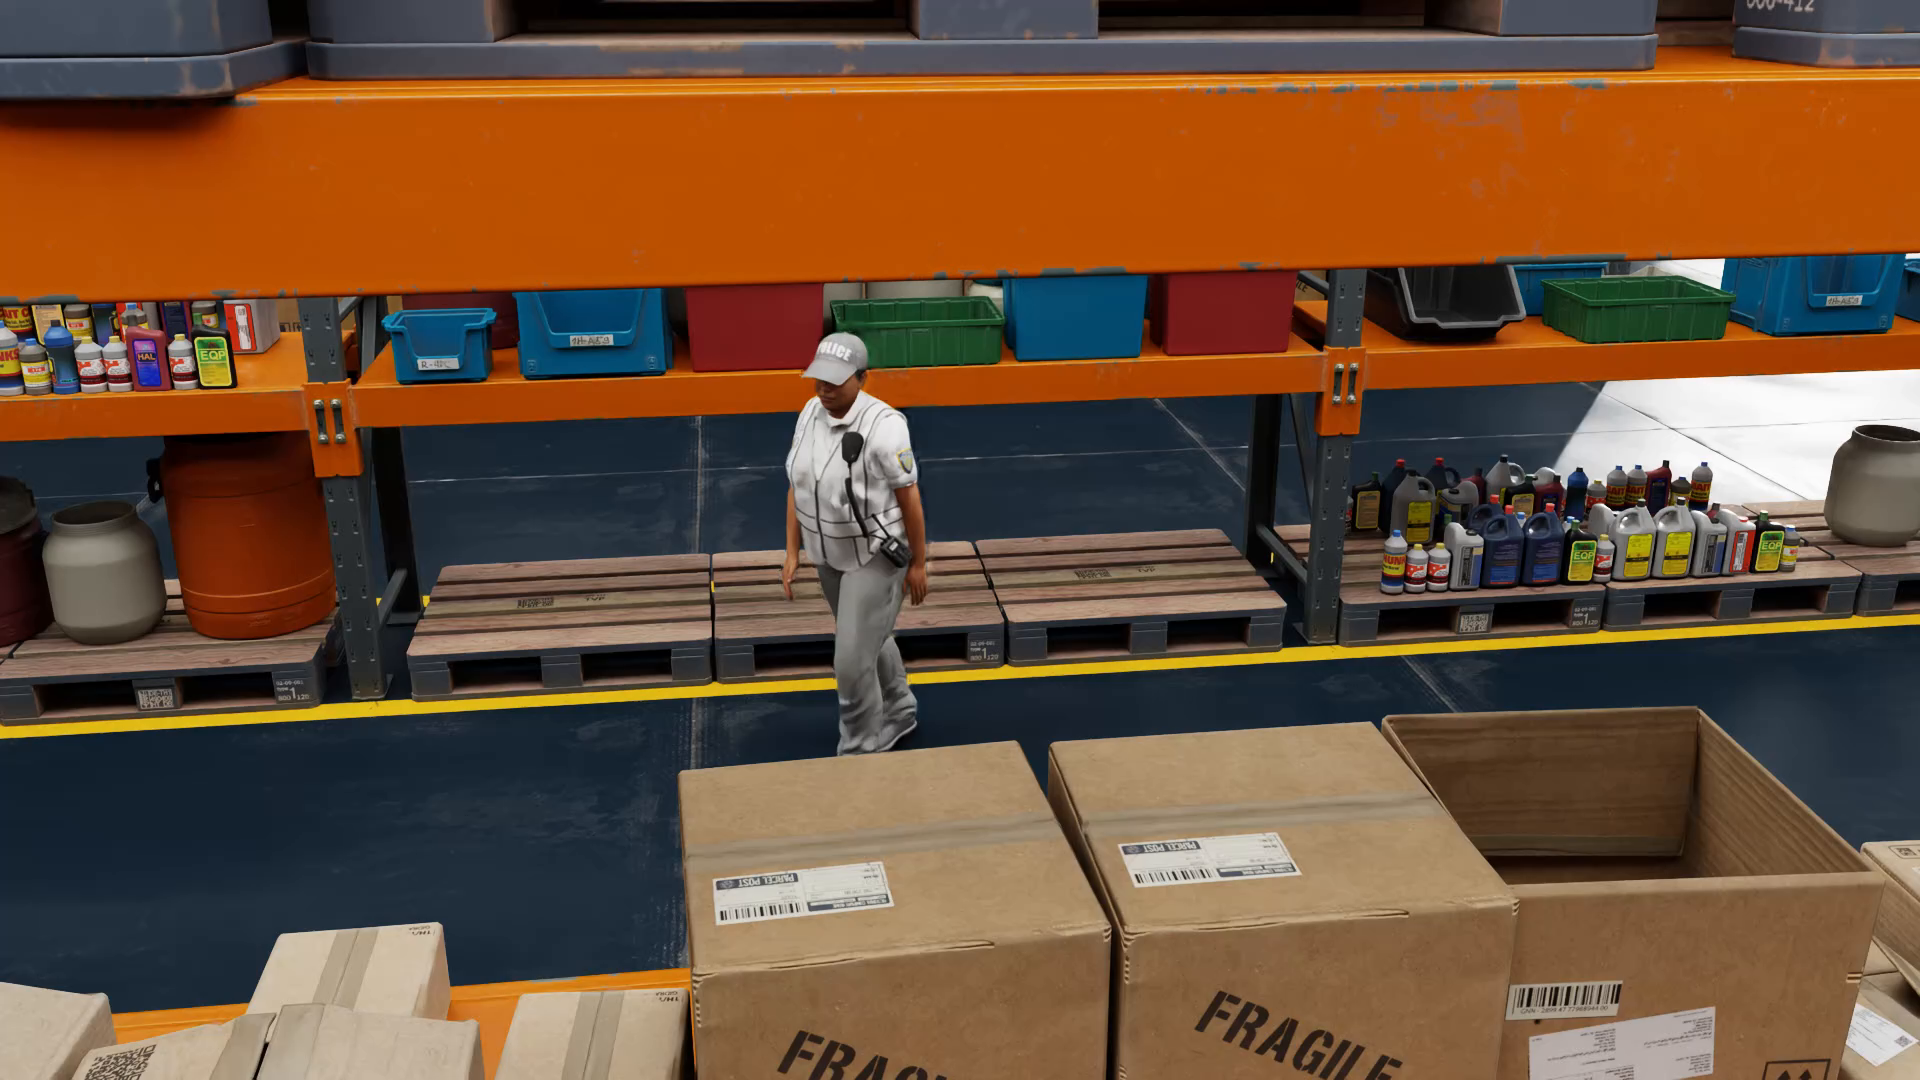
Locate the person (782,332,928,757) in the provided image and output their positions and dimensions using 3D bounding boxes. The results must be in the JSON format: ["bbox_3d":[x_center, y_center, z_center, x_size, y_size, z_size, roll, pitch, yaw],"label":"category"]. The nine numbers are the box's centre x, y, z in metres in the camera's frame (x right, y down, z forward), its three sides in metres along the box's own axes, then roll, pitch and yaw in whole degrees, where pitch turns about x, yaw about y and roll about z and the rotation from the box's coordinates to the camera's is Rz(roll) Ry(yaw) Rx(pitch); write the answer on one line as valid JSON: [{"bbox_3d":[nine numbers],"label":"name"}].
[{"bbox_3d":[-0.358,0.089,5.910,0.487,1.710,0.635,17,26,39],"label":"person"}]
